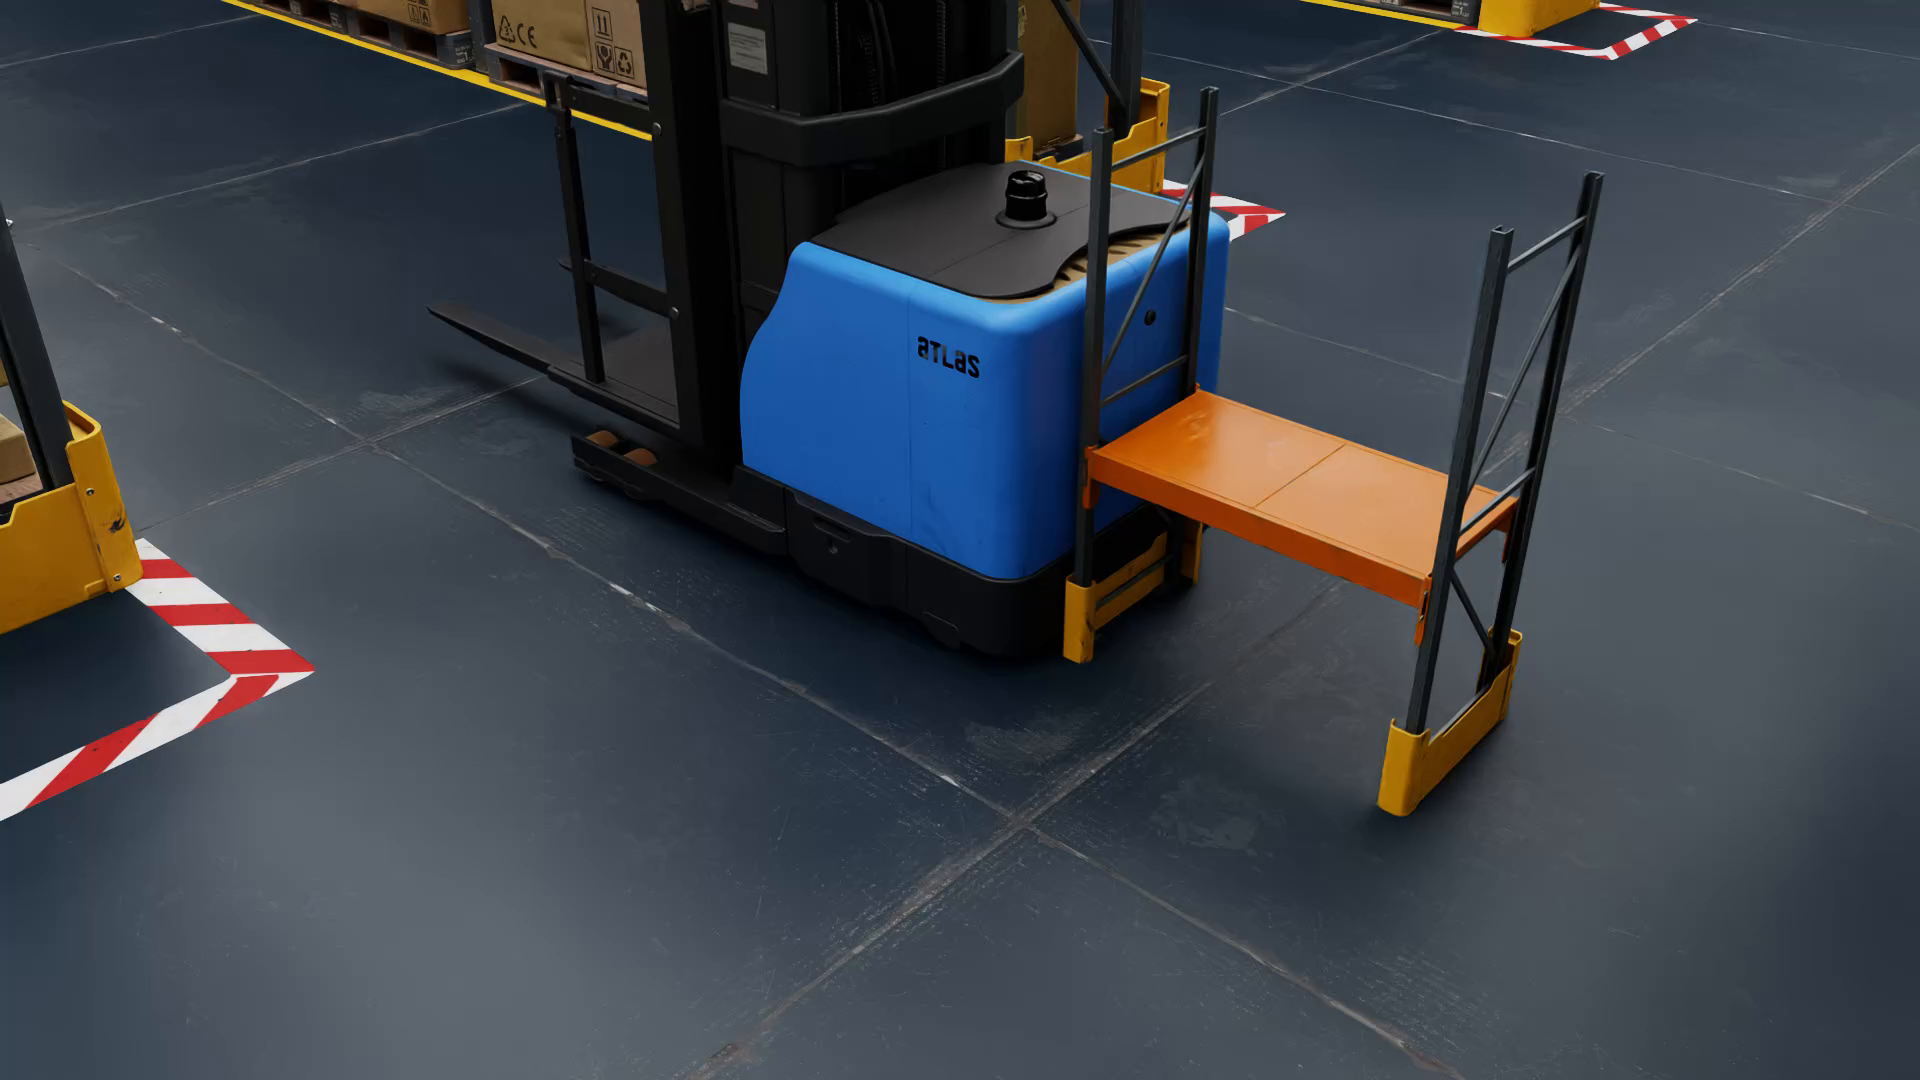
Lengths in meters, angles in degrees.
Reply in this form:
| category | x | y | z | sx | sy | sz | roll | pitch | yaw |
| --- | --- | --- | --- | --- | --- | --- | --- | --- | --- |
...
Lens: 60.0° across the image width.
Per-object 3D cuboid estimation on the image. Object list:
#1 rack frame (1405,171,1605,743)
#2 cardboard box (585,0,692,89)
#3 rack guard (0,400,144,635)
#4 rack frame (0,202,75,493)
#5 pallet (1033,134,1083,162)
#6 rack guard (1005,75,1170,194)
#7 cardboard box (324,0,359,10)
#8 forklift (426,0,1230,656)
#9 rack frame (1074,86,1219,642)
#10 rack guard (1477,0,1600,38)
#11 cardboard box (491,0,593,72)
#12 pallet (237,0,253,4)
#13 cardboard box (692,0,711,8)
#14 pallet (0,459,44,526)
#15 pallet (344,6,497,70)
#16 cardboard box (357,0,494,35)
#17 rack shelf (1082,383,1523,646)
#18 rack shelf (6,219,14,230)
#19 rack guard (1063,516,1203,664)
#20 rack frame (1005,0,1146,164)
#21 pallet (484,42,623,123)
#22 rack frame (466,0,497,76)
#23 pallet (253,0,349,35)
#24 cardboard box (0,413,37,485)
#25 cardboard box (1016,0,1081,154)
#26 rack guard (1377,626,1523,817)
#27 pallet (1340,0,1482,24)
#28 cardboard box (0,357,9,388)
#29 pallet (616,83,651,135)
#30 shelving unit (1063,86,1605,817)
| category | x | y | z | sx | sy | sz | roll | pitch | yaw |
| --- | --- | --- | --- | --- | --- | --- | --- | --- | --- |
| rack frame | 1.258 | -0.080 | 3.929 | 0.032 | 1.500 | 0.500 | 24 | 39 | 34 |
| cardboard box | -1.384 | -2.928 | 8.859 | 0.875 | 0.875 | 0.875 | 25 | 39 | 35 |
| rack guard | -2.981 | 0.062 | 4.663 | 0.348 | 0.500 | 1.175 | 25 | 39 | 35 |
| rack frame | -2.925 | -0.983 | 3.975 | 0.127 | 3.000 | 1.000 | 25 | 39 | 35 |
| pallet | -0.167 | -1.897 | 8.196 | 1.213 | 0.211 | 1.003 | 25 | 39 | 35 |
| rack guard | 0.496 | -1.766 | 7.698 | 0.348 | 0.500 | 1.175 | 25 | 39 | 35 |
| cardboard box | -3.638 | -4.022 | 10.675 | 0.875 | 0.875 | 1.225 | 24 | 38 | 34 |
| forklift | -0.661 | -1.569 | 5.014 | 3.031 | 2.935 | 1.130 | 24 | 39 | 34 |
| rack frame | 0.491 | -0.424 | 4.501 | 0.032 | 1.500 | 0.500 | 24 | 39 | 34 |
| rack guard | 3.829 | -3.664 | 10.852 | 0.348 | 0.500 | 1.175 | 25 | 39 | 35 |
| cardboard box | -2.051 | -3.240 | 9.376 | 0.875 | 0.875 | 0.875 | 25 | 39 | 35 |
| pallet | -4.919 | -4.117 | 11.884 | 1.213 | 0.211 | 1.003 | 25 | 39 | 35 |
| cardboard box | -0.724 | -2.620 | 8.347 | 0.875 | 0.875 | 0.875 | 25 | 39 | 35 |
| pallet | -3.560 | -0.109 | 5.227 | 1.213 | 0.211 | 1.003 | 25 | 39 | 35 |
| pallet | -3.110 | -3.273 | 10.482 | 1.213 | 0.211 | 1.003 | 25 | 39 | 35 |
| cardboard box | -2.975 | -3.713 | 10.162 | 0.875 | 0.875 | 1.225 | 25 | 39 | 35 |
| rack shelf | 0.874 | -0.098 | 4.308 | 1.000 | 0.185 | 0.538 | 24 | 39 | 34 |
| rack shelf | -4.407 | -1.367 | 5.310 | 4.000 | 0.370 | 1.077 | 25 | 39 | 35 |
| rack guard | 0.506 | 0.118 | 4.812 | 0.087 | 0.250 | 0.587 | 24 | 39 | 34 |
| rack frame | 0.479 | -2.845 | 7.067 | 0.127 | 3.000 | 1.000 | 25 | 39 | 35 |
| pallet | -1.976 | -2.741 | 9.599 | 1.213 | 0.211 | 1.003 | 25 | 39 | 35 |
| rack frame | -2.487 | -4.229 | 9.367 | 0.127 | 3.000 | 1.000 | 25 | 39 | 35 |
| pallet | -4.019 | -3.695 | 11.183 | 1.213 | 0.211 | 1.003 | 25 | 39 | 35 |
| cardboard box | -3.098 | -0.245 | 5.106 | 0.250 | 0.149 | 0.380 | 26 | 40 | 36 |
| cardboard box | -0.050 | -2.305 | 7.824 | 0.875 | 0.875 | 0.875 | 25 | 39 | 35 |
| rack guard | 1.257 | 0.455 | 4.252 | 0.087 | 0.250 | 0.587 | 24 | 39 | 34 |
| pallet | 3.217 | -3.844 | 11.431 | 1.213 | 0.211 | 1.003 | 25 | 39 | 35 |
| cardboard box | -3.085 | -0.508 | 4.965 | 0.250 | 0.149 | 0.380 | 23 | 38 | 33 |
| pallet | -1.067 | -2.319 | 8.898 | 1.213 | 0.211 | 1.003 | 25 | 39 | 35 |
| shelving unit | 0.881 | -0.249 | 4.210 | 1.083 | 1.500 | 0.587 | 24 | 39 | 34 |
